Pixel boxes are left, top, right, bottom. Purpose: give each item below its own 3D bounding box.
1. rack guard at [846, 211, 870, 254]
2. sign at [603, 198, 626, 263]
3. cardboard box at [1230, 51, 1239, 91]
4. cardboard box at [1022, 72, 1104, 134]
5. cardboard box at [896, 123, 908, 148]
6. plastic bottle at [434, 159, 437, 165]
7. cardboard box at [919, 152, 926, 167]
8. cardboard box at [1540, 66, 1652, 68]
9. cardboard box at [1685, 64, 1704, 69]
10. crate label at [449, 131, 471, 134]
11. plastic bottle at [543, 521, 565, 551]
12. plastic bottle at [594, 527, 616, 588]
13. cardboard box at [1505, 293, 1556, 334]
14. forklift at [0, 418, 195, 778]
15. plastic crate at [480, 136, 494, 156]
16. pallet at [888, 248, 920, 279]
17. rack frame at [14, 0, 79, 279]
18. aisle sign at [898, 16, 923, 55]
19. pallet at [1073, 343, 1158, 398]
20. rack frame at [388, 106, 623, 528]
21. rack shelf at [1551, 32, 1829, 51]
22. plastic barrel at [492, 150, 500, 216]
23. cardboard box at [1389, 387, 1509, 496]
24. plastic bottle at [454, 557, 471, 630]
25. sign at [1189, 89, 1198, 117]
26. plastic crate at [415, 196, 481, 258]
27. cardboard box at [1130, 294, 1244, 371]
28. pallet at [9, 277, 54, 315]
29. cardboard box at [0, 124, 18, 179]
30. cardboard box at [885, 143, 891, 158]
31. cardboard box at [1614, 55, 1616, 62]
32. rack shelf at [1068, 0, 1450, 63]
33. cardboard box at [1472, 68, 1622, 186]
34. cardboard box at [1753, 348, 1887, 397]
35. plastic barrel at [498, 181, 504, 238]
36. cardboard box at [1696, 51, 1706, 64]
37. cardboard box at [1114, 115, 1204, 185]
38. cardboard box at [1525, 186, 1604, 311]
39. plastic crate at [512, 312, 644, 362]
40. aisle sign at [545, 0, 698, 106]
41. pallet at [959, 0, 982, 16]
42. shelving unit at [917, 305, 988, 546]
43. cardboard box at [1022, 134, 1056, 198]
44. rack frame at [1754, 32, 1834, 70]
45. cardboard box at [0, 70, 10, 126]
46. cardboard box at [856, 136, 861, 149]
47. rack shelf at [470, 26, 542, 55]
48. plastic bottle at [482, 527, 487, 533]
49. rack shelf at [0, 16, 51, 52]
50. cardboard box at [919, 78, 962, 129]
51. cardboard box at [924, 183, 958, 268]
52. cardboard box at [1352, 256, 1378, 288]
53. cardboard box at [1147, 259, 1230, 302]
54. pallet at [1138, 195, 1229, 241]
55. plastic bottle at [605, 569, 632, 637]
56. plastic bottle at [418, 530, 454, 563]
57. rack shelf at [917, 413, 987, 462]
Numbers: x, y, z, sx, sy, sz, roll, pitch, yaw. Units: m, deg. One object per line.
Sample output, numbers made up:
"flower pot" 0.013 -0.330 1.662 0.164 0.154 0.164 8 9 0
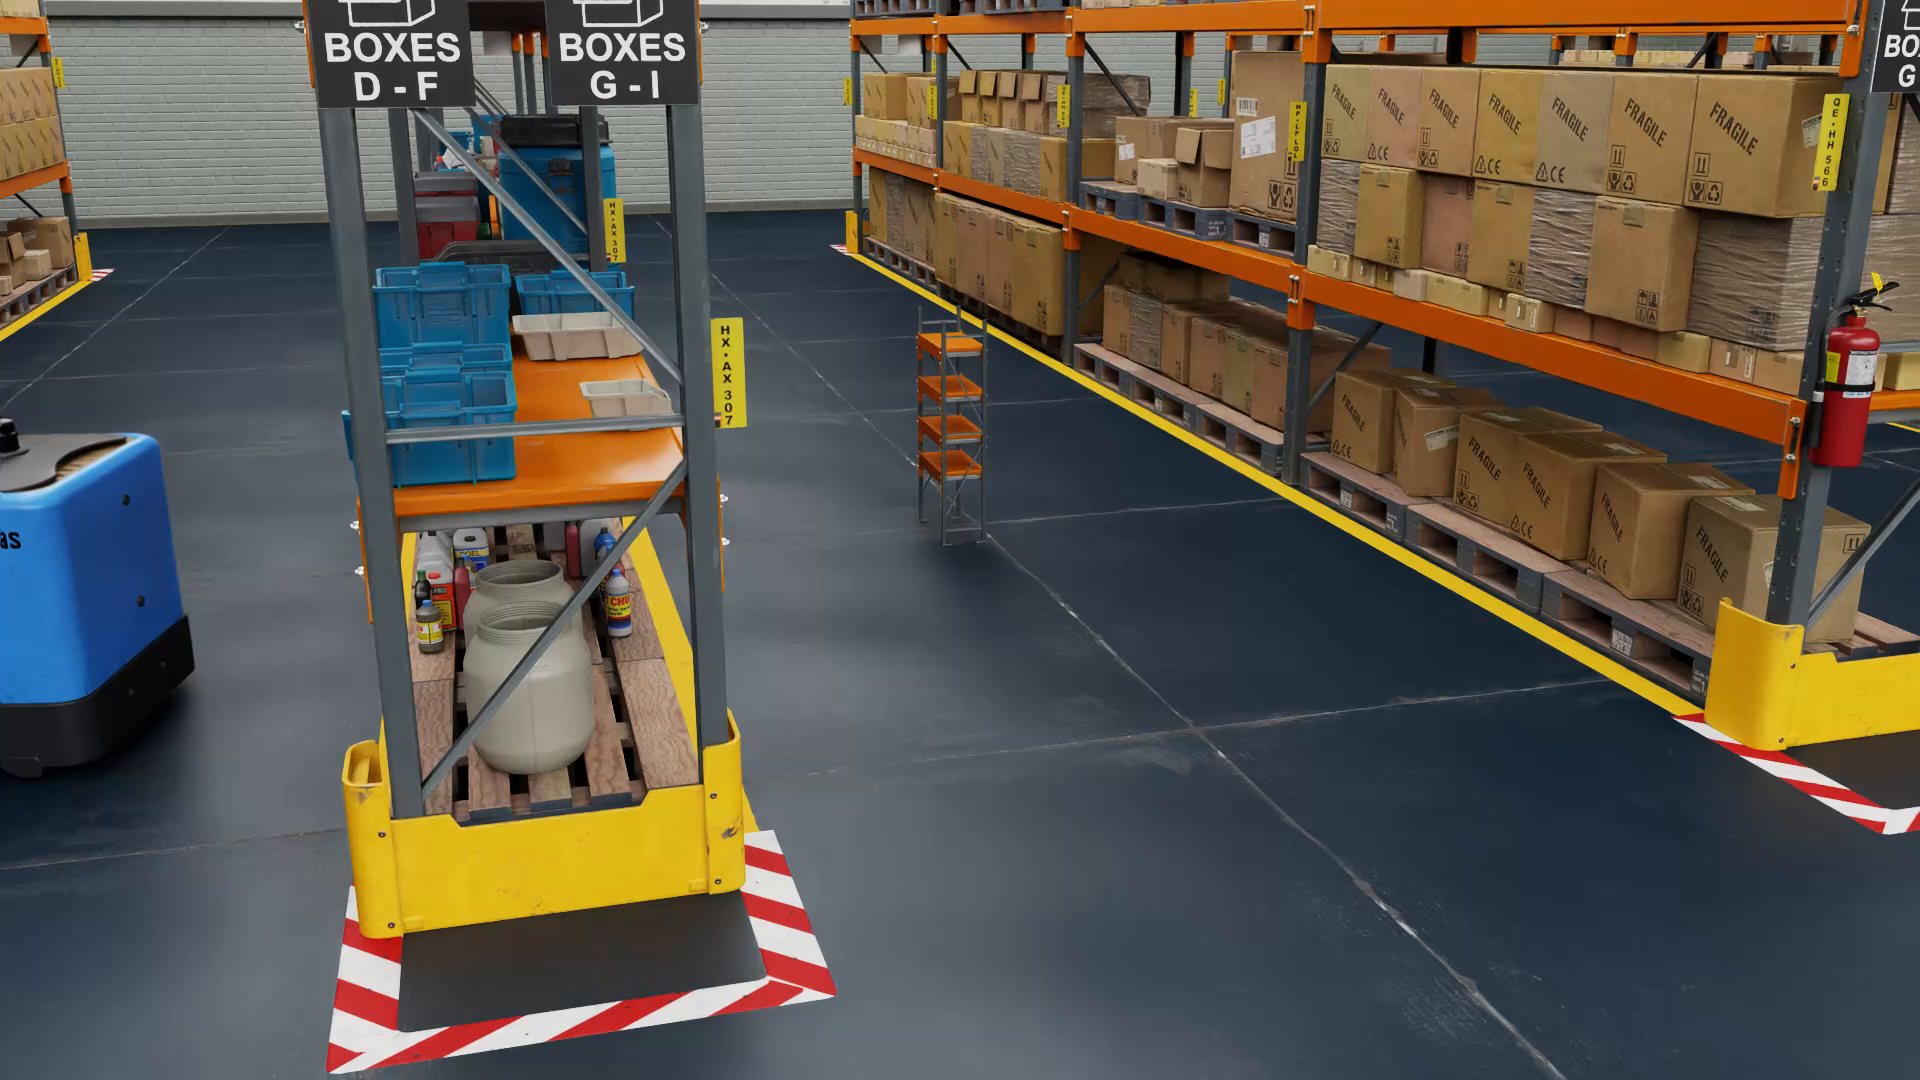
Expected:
"rack guard" -0.854 -3.941 21.205 1.175 0.500 0.348 -5 17 -15
"sign" -1.780 -1.594 8.564 0.100 0.325 0.005 -5 17 -15
"cardboard box" 3.817 -6.020 21.351 0.500 0.500 0.500 -5 17 -16
"cardboard box" 0.989 -3.831 14.576 0.797 0.503 0.637 -4 17 -14
"cardboard box" -0.407 -4.482 18.402 0.500 0.250 0.500 -4 17 -14
"plastic bottle" -4.576 -3.197 14.585 0.061 0.283 0.133 -5 17 -15
"cardboard box" -0.218 -4.035 17.608 0.380 0.149 0.250 -4 17 -14
"cardboard box" 3.113 -2.103 8.309 0.500 0.500 0.500 -5 17 -15
"cardboard box" 9.253 -5.585 20.421 0.500 0.500 0.500 -5 17 -16
"crate label" -5.859 -4.595 19.221 0.416 0.233 0.303 -5 17 -15
"plastic bottle" -1.941 -0.100 8.042 0.152 0.276 0.135 -5 17 -15
"plastic bottle" -1.589 0.077 7.461 0.097 0.271 0.097 0 17 0
"cardboard box" 2.759 -1.055 7.687 0.380 0.149 0.250 -5 17 -15
"forklift" -4.666 -0.647 6.011 3.031 2.935 1.130 -1 17 -3
"plastic crate" -4.753 -4.043 17.299 0.437 0.282 0.530 -5 17 -15
"pallet" -0.221 -3.245 19.387 1.003 0.211 1.213 -5 17 -15
"rack frame" -10.374 -4.350 18.219 1.000 3.000 0.127 -5 17 -15
"aisle sign" -0.579 -6.421 20.594 0.394 0.787 0.004 -5 17 -15
"pallet" 1.564 -1.367 13.137 1.003 0.211 1.213 -5 17 -15
"rack frame" -2.312 -1.421 8.469 1.000 3.000 0.127 -5 17 -15
"rack shelf" 9.230 -6.454 21.261 1.077 0.370 4.000 -5 17 -15
"plastic barrel" -2.993 -2.488 11.785 0.600 0.536 0.708 -5 17 -15
"cardboard box" 2.686 -0.545 9.168 0.500 0.500 0.500 1 17 2
"plastic bottle" -2.080 0.222 6.957 0.061 0.283 0.133 -5 17 -15
"sign" 1.870 -3.481 13.452 0.100 0.325 0.005 -5 17 -15
"plastic crate" -2.739 -1.562 8.825 0.402 0.464 0.583 -5 17 -15
"cardboard box" 1.719 -1.597 12.633 0.700 0.500 0.500 -6 18 -20
"pallet" -9.801 -2.436 16.695 1.003 0.211 1.213 -5 17 -15
"cardboard box" -9.432 -3.734 15.994 0.500 0.500 0.500 -5 17 -16
"cardboard box" -0.644 -4.462 19.029 0.380 0.149 0.250 -5 17 -17
"cardboard box" 8.826 -6.345 21.822 0.380 0.149 0.250 -5 17 -15
"rack shelf" 1.900 -3.458 11.286 1.077 0.370 4.000 -5 17 -15
"cardboard box" 2.753 -1.923 7.712 0.500 0.500 0.500 -5 17 -15
"cardboard box" 3.273 -0.648 6.334 0.380 0.149 0.250 -5 17 -15
"plastic barrel" -2.364 -1.768 9.388 0.433 0.535 0.433 0 17 0
"cardboard box" 9.275 -5.926 20.428 0.380 0.149 0.250 -5 17 -16
"cardboard box" 1.538 -3.022 12.895 0.500 0.500 0.500 -7 18 -22
"cardboard box" 3.076 -1.321 7.446 0.875 0.500 0.500 -5 17 -15
"plastic crate" -1.622 -0.866 7.078 0.530 0.136 0.437 -5 17 -15
"aisle sign" -0.911 -1.563 4.422 0.394 0.787 0.004 -5 17 -15
"pallet" 0.551 -5.121 15.904 0.805 0.209 1.217 -5 18 -17
"shelving unit" -0.045 -0.620 8.932 0.258 1.200 0.503 -5 17 -15
"cardboard box" 0.845 -3.222 14.292 0.500 0.500 0.500 -5 17 -16
"rack frame" 9.780 -4.809 19.748 1.000 3.000 0.127 -5 17 -15
"cardboard box" -9.416 -4.208 15.834 0.500 0.500 0.500 -5 17 -17
"cardboard box" -1.067 -4.887 20.445 0.380 0.149 0.250 -4 17 -15
"rack shelf" -3.961 -4.173 13.666 1.077 0.370 4.000 -5 17 -15
"plastic bottle" -2.351 -0.118 7.972 0.144 0.351 0.185 -5 17 -15
"rack shelf" -9.824 -4.889 16.049 1.077 0.370 4.000 -5 17 -15
"cardboard box" -0.132 -4.561 17.363 0.500 0.500 0.500 -4 17 -14
"cardboard box" 0.147 -3.398 18.014 0.875 0.875 0.875 -5 17 -15
"cardboard box" 2.371 -1.472 9.075 0.380 0.149 0.250 -5 17 -15
"cardboard box" 1.719 -1.963 12.550 0.500 0.250 0.500 -3 17 -9
"pallet" 1.934 -2.283 11.672 1.003 0.211 1.213 -5 17 -15
"plastic bottle" -1.412 0.255 6.866 0.097 0.271 0.097 0 17 0
"plastic bottle" -2.321 0.063 7.369 0.144 0.351 0.185 -5 17 -16
"rack shelf" -0.045 -0.556 8.951 0.258 0.148 0.480 -5 17 -15
